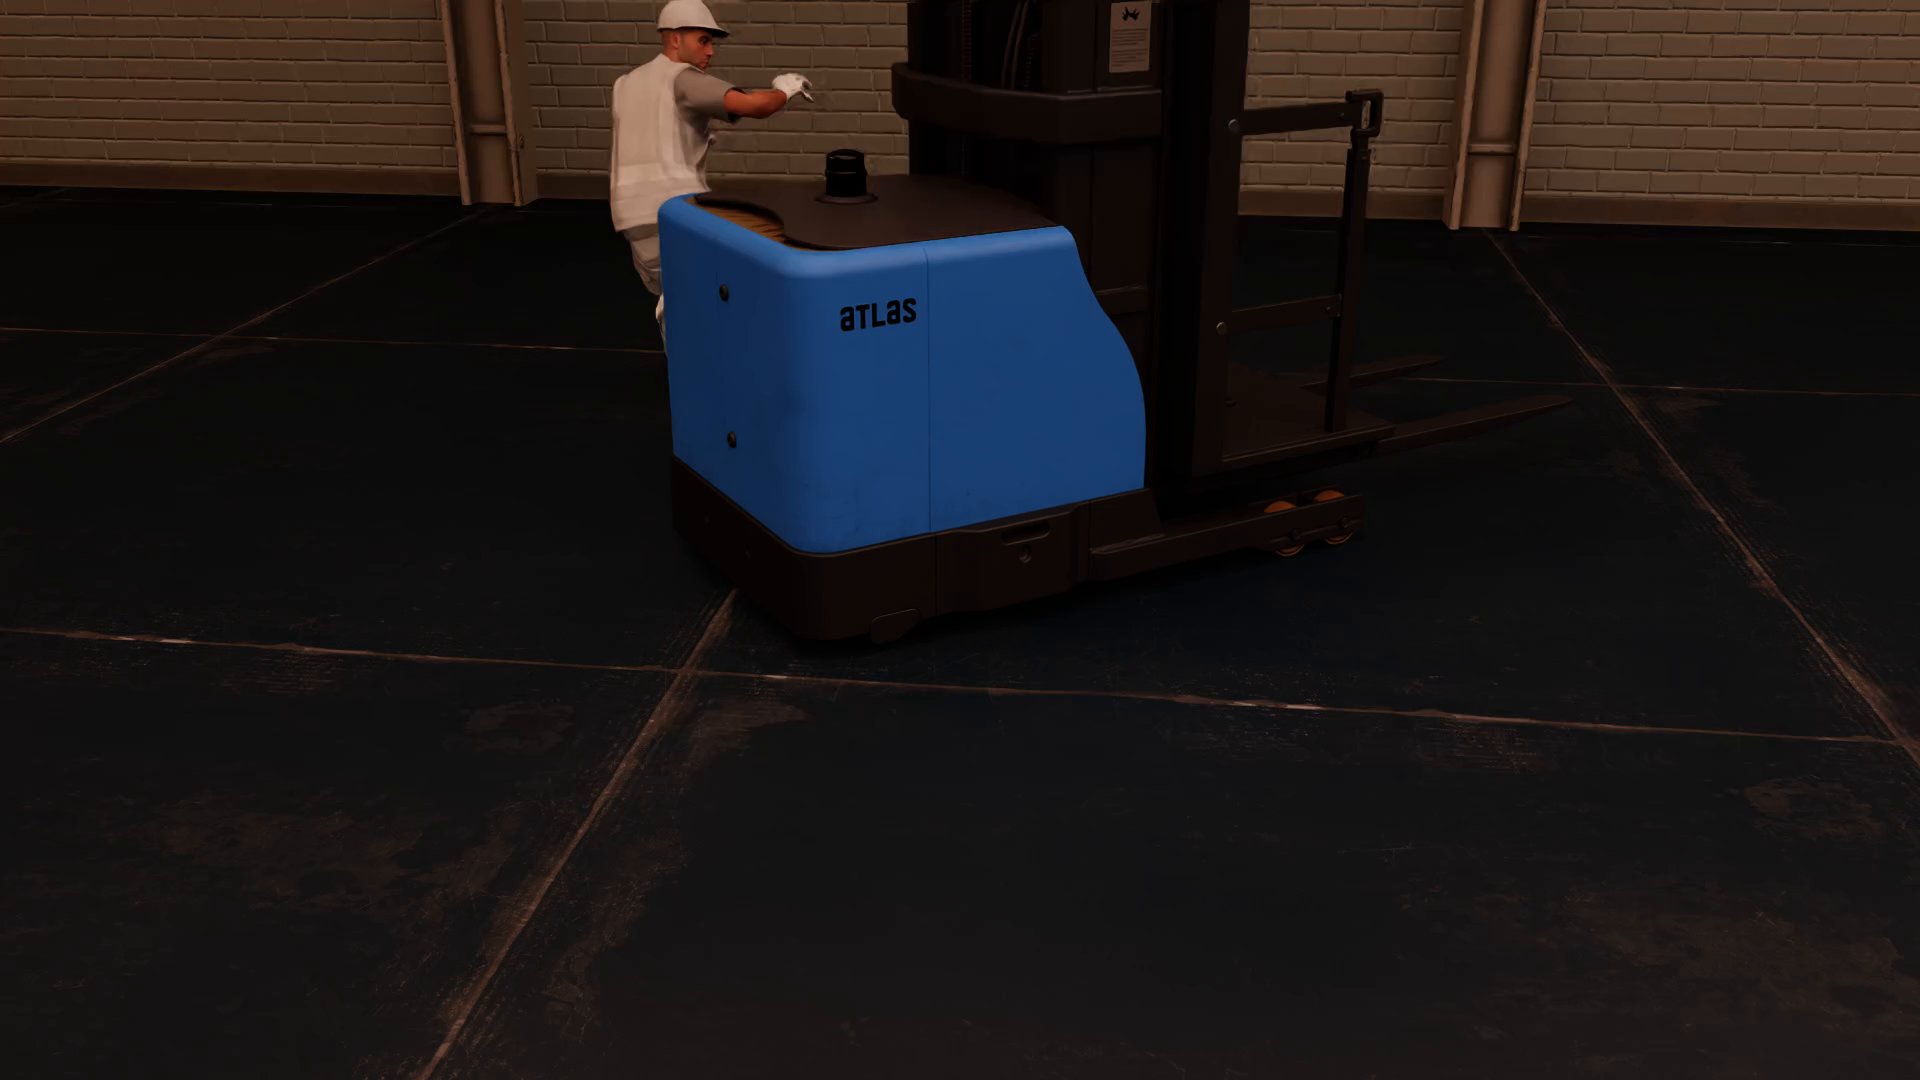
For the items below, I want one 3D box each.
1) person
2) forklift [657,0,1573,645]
[{"bbox_3d":[-0.958,-1.386,6.642,0.812,1.489,1.092,5,22,11],"label":"person"},{"bbox_3d":[0.659,-1.467,4.897,3.031,2.935,1.130,-12,25,-28],"label":"forklift"}]
